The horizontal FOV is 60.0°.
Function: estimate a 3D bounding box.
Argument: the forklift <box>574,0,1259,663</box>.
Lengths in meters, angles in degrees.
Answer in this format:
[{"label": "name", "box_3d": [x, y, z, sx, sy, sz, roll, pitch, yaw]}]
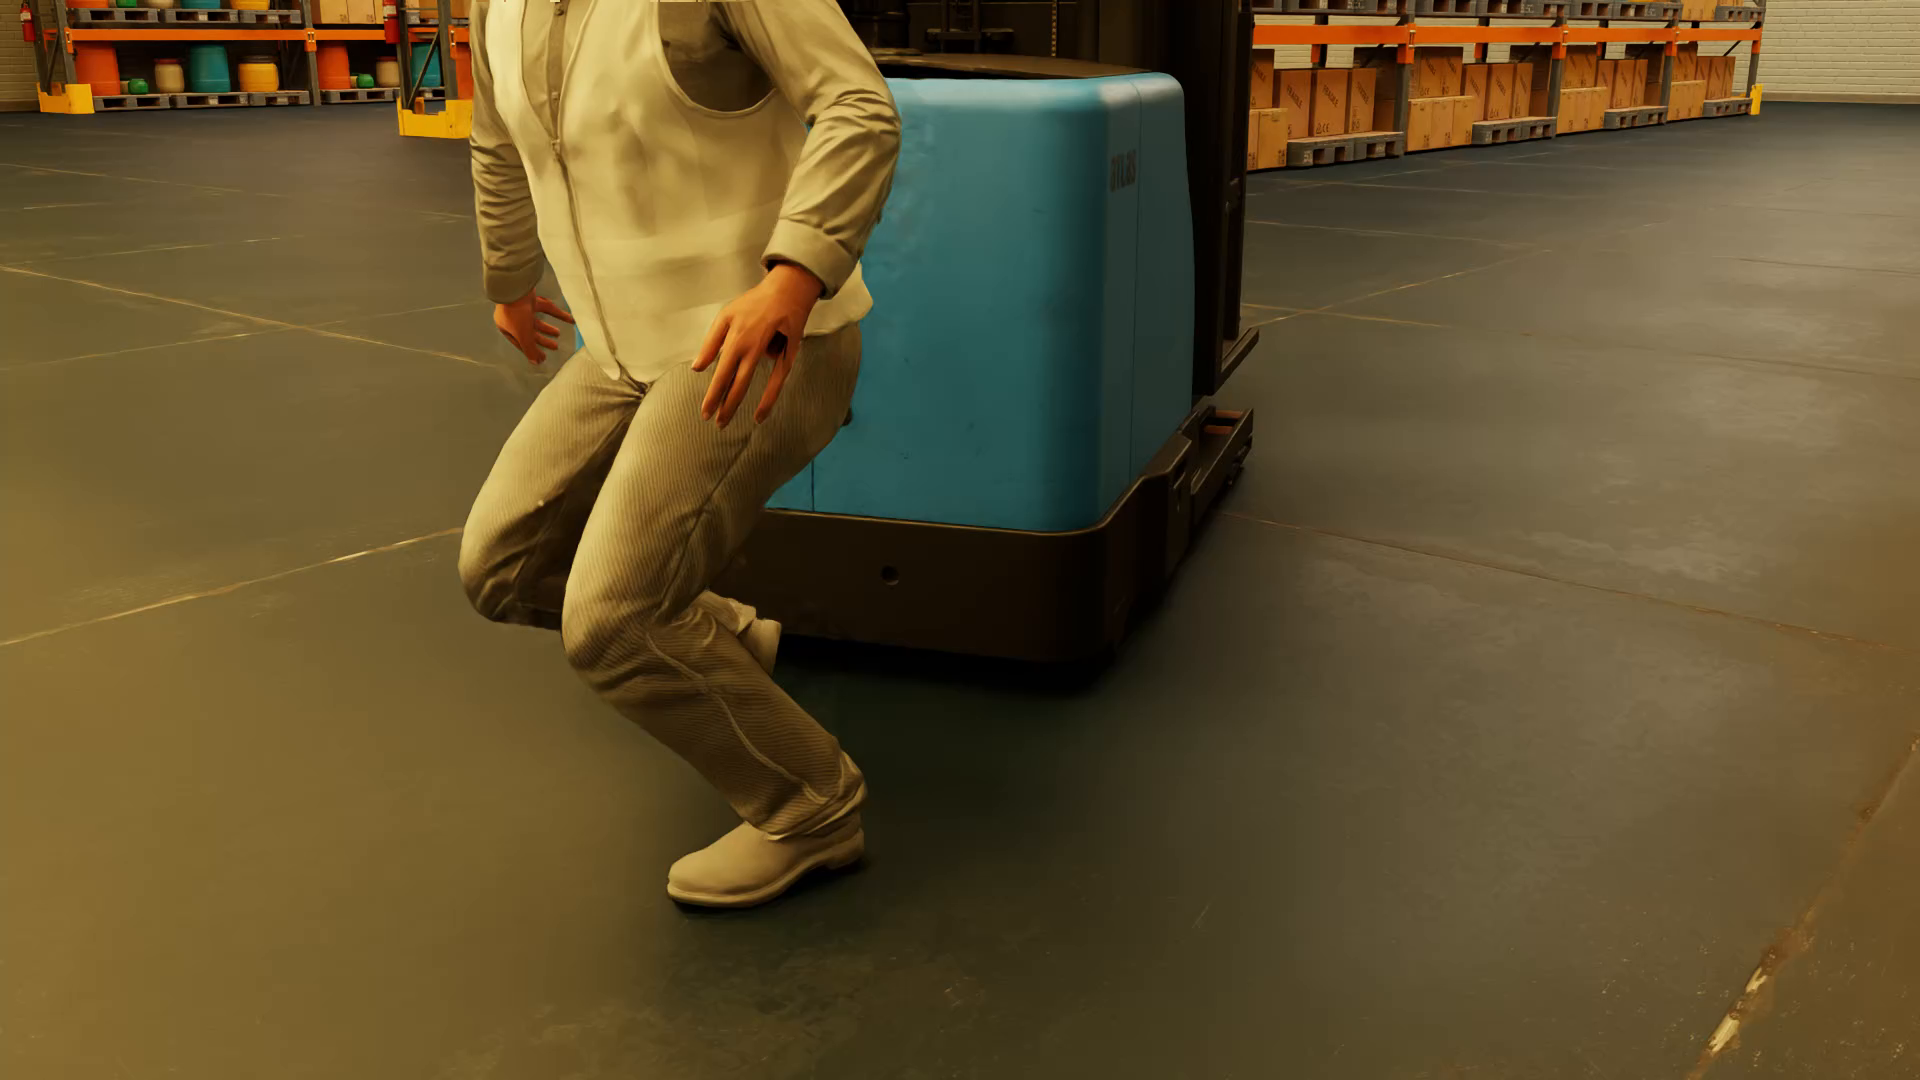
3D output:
[{"label": "forklift", "box_3d": [0.182, -1.571, 4.072, 1.130, 2.935, 3.031, 5, 18, 17]}]

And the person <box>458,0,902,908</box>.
[{"label": "person", "box_3d": [-0.422, -0.308, 2.307, 0.541, 1.619, 0.931, -15, 22, -40]}]
